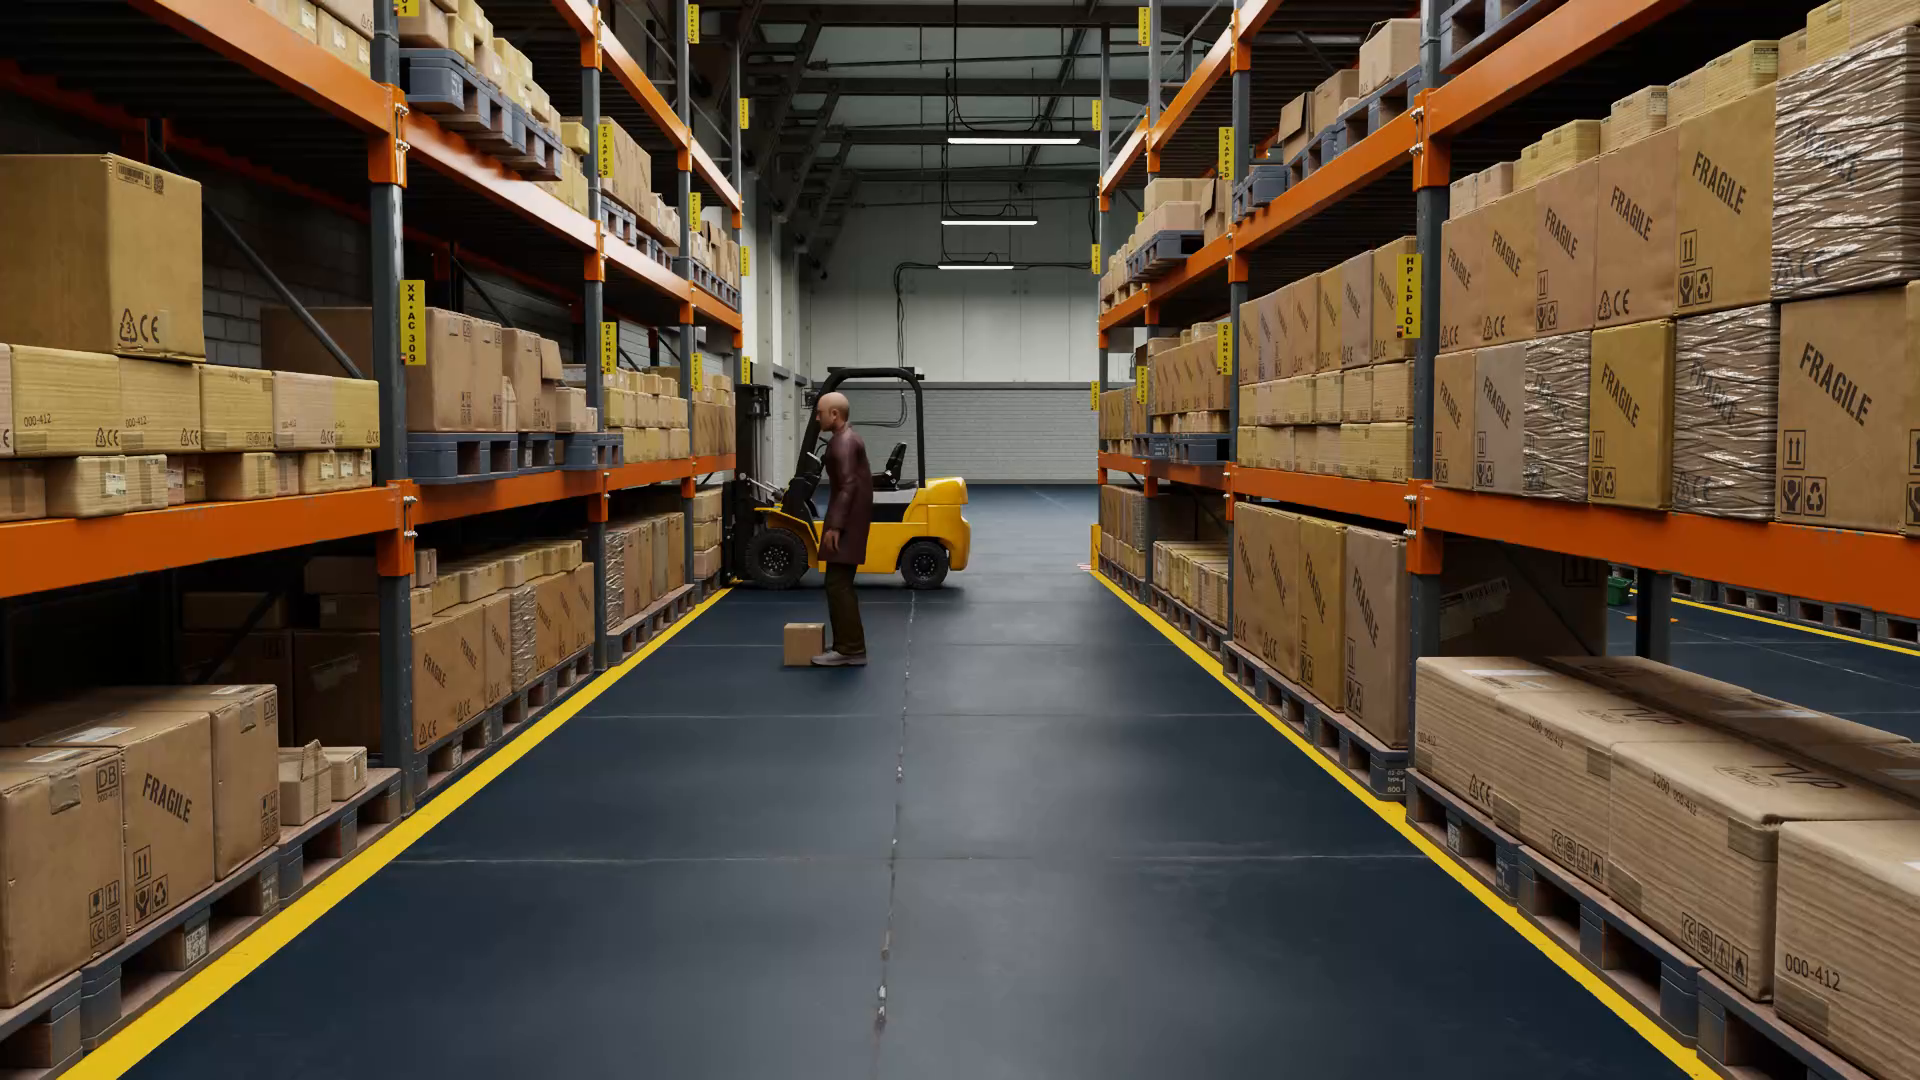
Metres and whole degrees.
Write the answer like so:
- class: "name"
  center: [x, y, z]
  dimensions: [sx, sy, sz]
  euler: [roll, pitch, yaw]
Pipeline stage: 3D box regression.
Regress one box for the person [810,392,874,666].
- class: "person"
  center: [-0.776, -0.077, 10.895]
  dimensions: [0.423, 1.774, 0.643]
  euler: [0, 4, -1]
